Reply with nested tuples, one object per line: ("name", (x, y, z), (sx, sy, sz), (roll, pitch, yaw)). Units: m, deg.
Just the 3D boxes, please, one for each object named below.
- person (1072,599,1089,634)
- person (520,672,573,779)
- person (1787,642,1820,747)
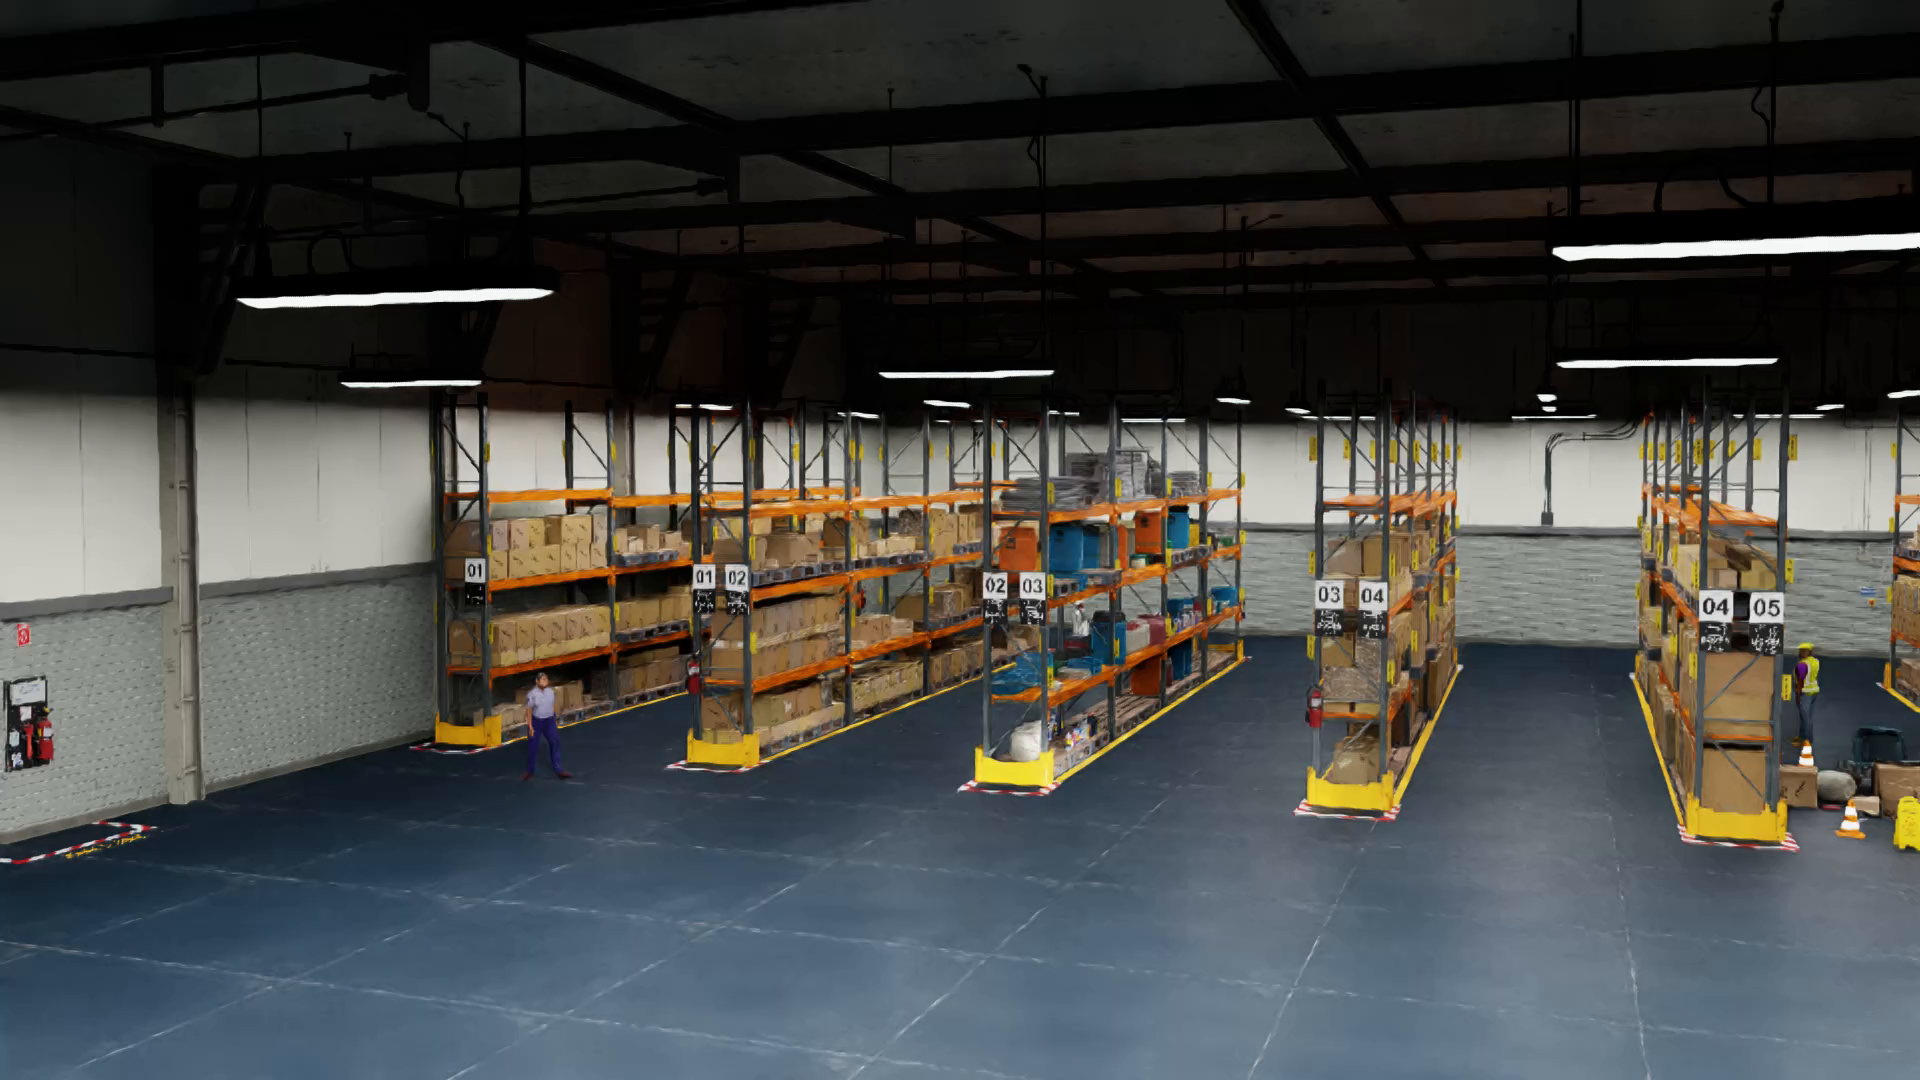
("person", (2.660, 2.153, 36.970), (0.447, 1.761, 0.569), (0, 3, -5))
("person", (-6.349, 2.819, 25.376), (0.699, 1.639, 0.527), (-2, 4, -38))
("person", (14.299, 2.601, 28.234), (0.625, 1.765, 0.497), (-3, 4, -39))
